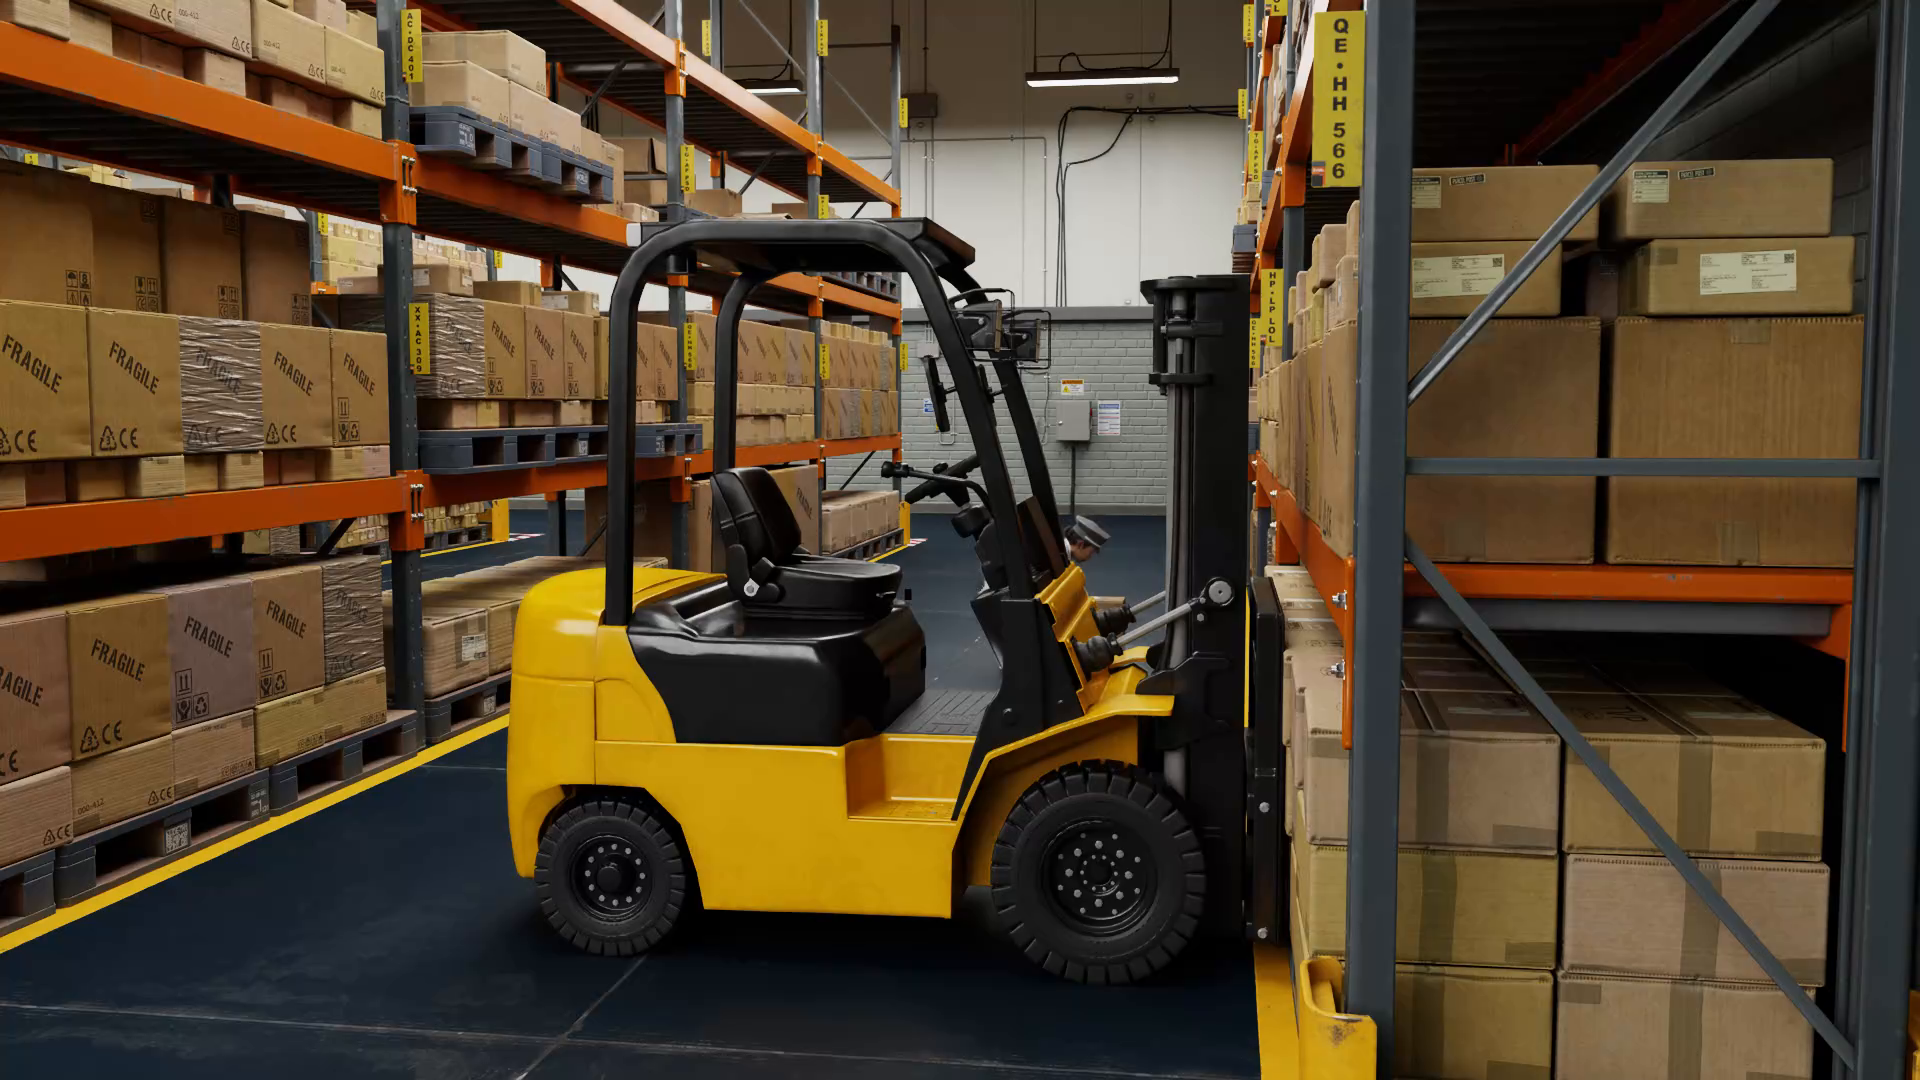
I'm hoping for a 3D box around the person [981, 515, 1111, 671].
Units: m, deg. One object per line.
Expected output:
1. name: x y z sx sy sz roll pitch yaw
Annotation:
1. person: 0.537 0.333 10.214 0.829 0.961 0.495 1 5 9
